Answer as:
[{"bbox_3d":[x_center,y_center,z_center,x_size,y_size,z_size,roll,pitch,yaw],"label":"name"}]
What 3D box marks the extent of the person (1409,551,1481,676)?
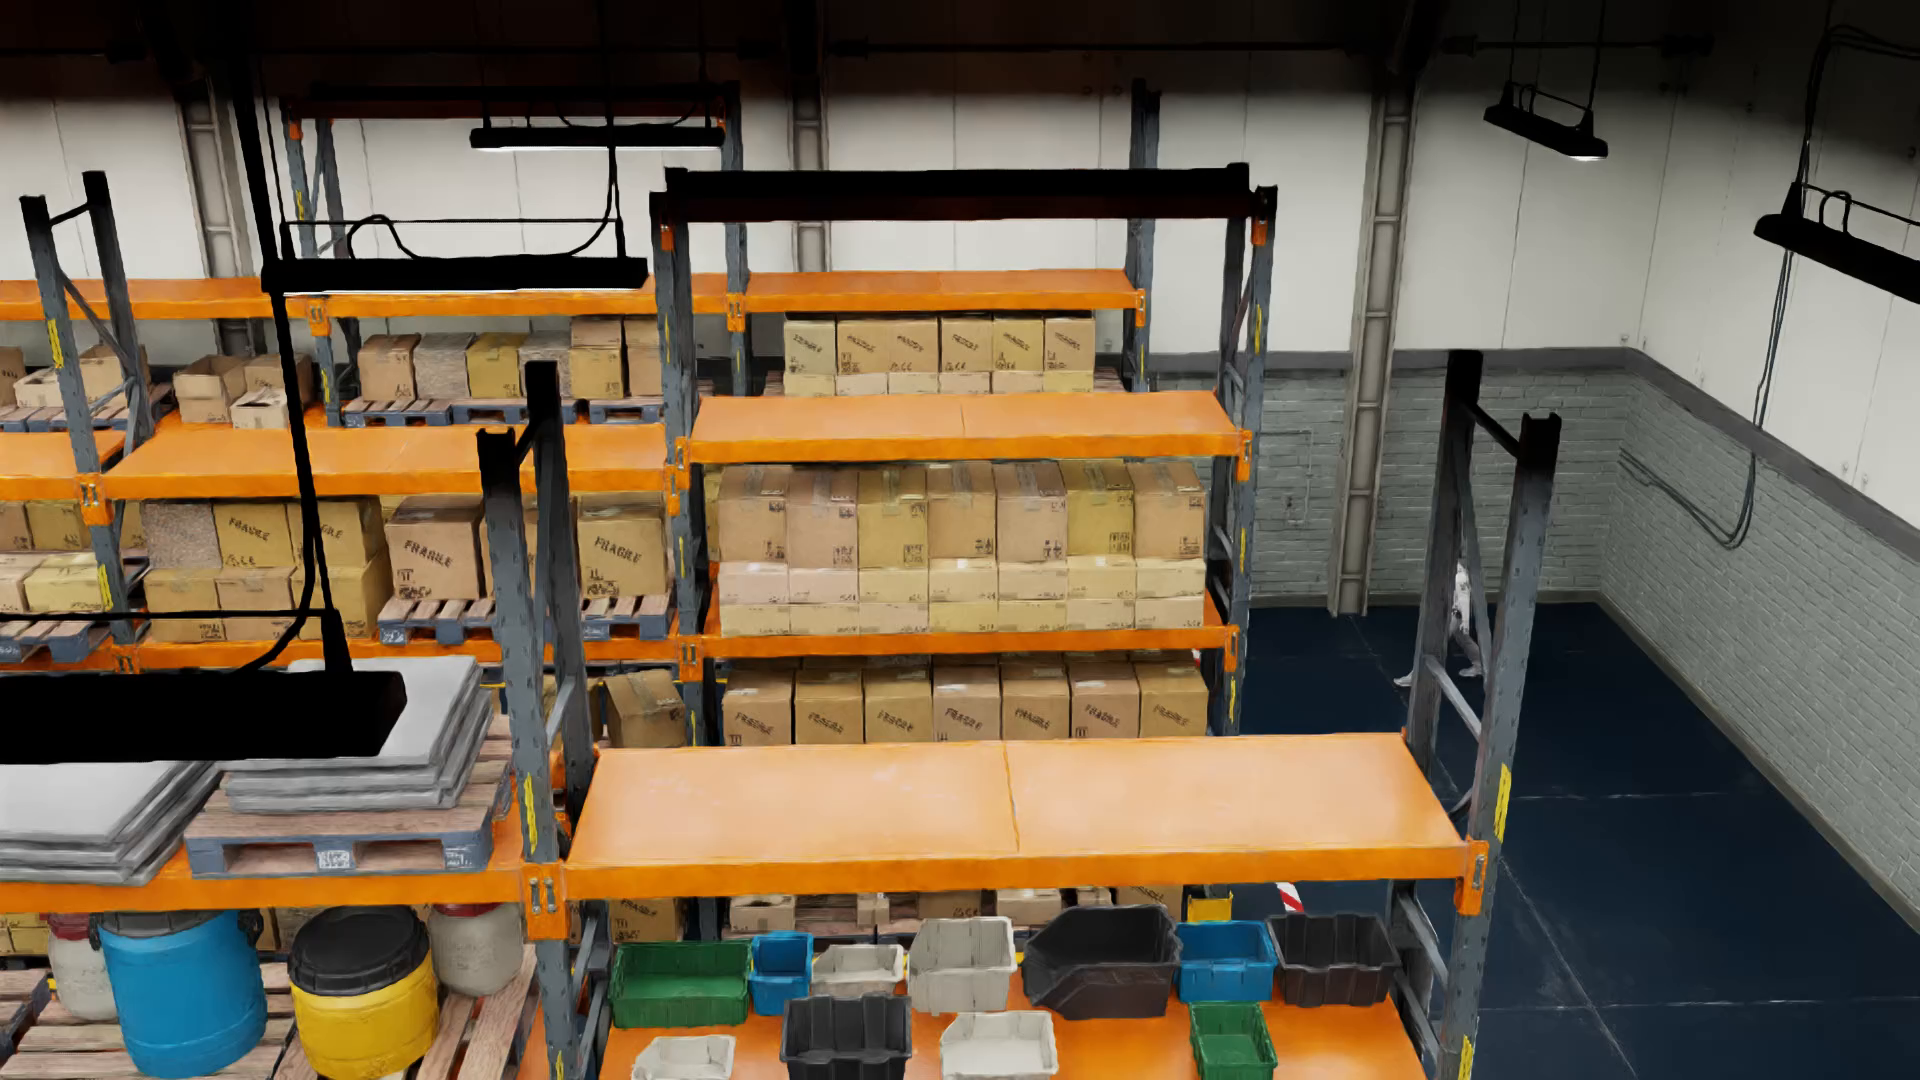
[{"bbox_3d":[5.101,0.713,17.174,0.878,1.522,0.381,-2,22,-4],"label":"person"}]
